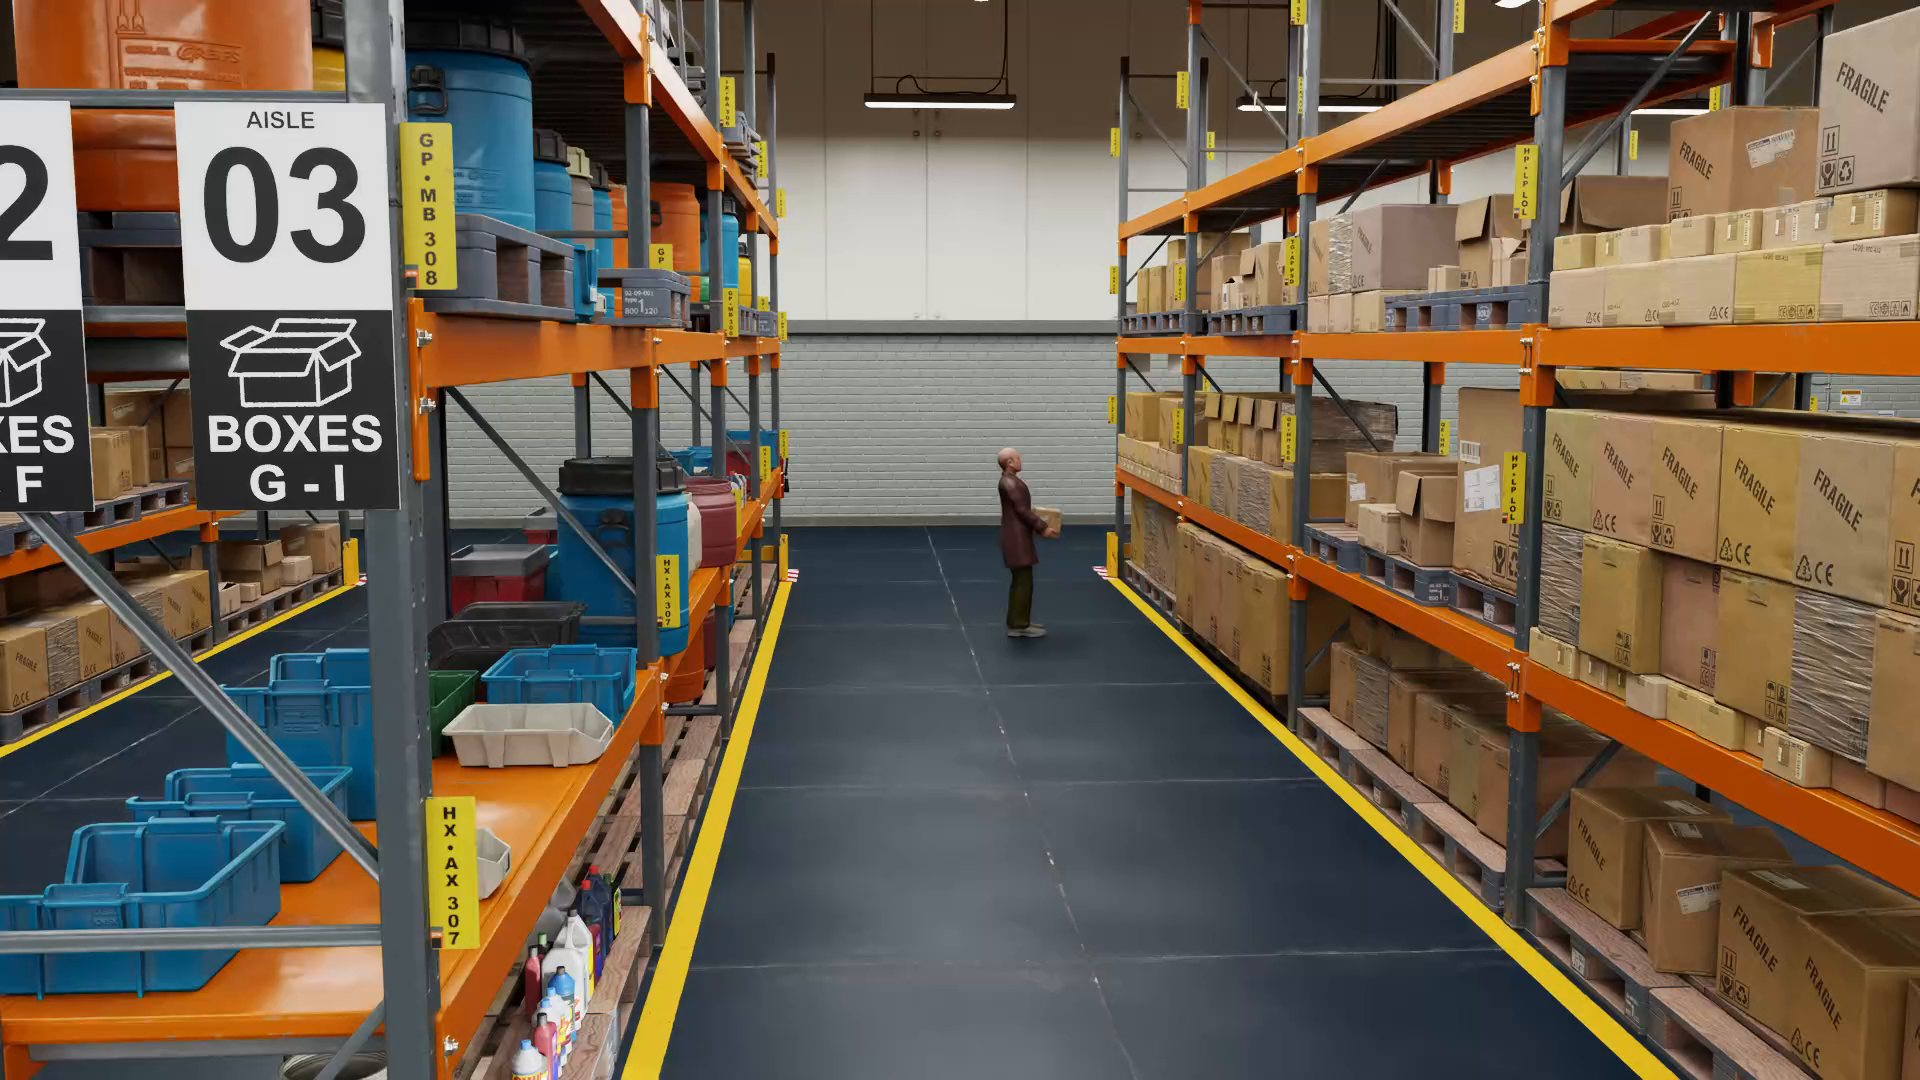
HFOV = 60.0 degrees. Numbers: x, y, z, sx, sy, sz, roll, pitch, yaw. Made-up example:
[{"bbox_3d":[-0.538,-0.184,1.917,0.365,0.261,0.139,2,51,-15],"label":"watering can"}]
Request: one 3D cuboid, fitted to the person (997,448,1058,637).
[{"bbox_3d":[0.630,0.015,15.692,0.563,1.769,0.527,0,7,-4],"label":"person"}]
